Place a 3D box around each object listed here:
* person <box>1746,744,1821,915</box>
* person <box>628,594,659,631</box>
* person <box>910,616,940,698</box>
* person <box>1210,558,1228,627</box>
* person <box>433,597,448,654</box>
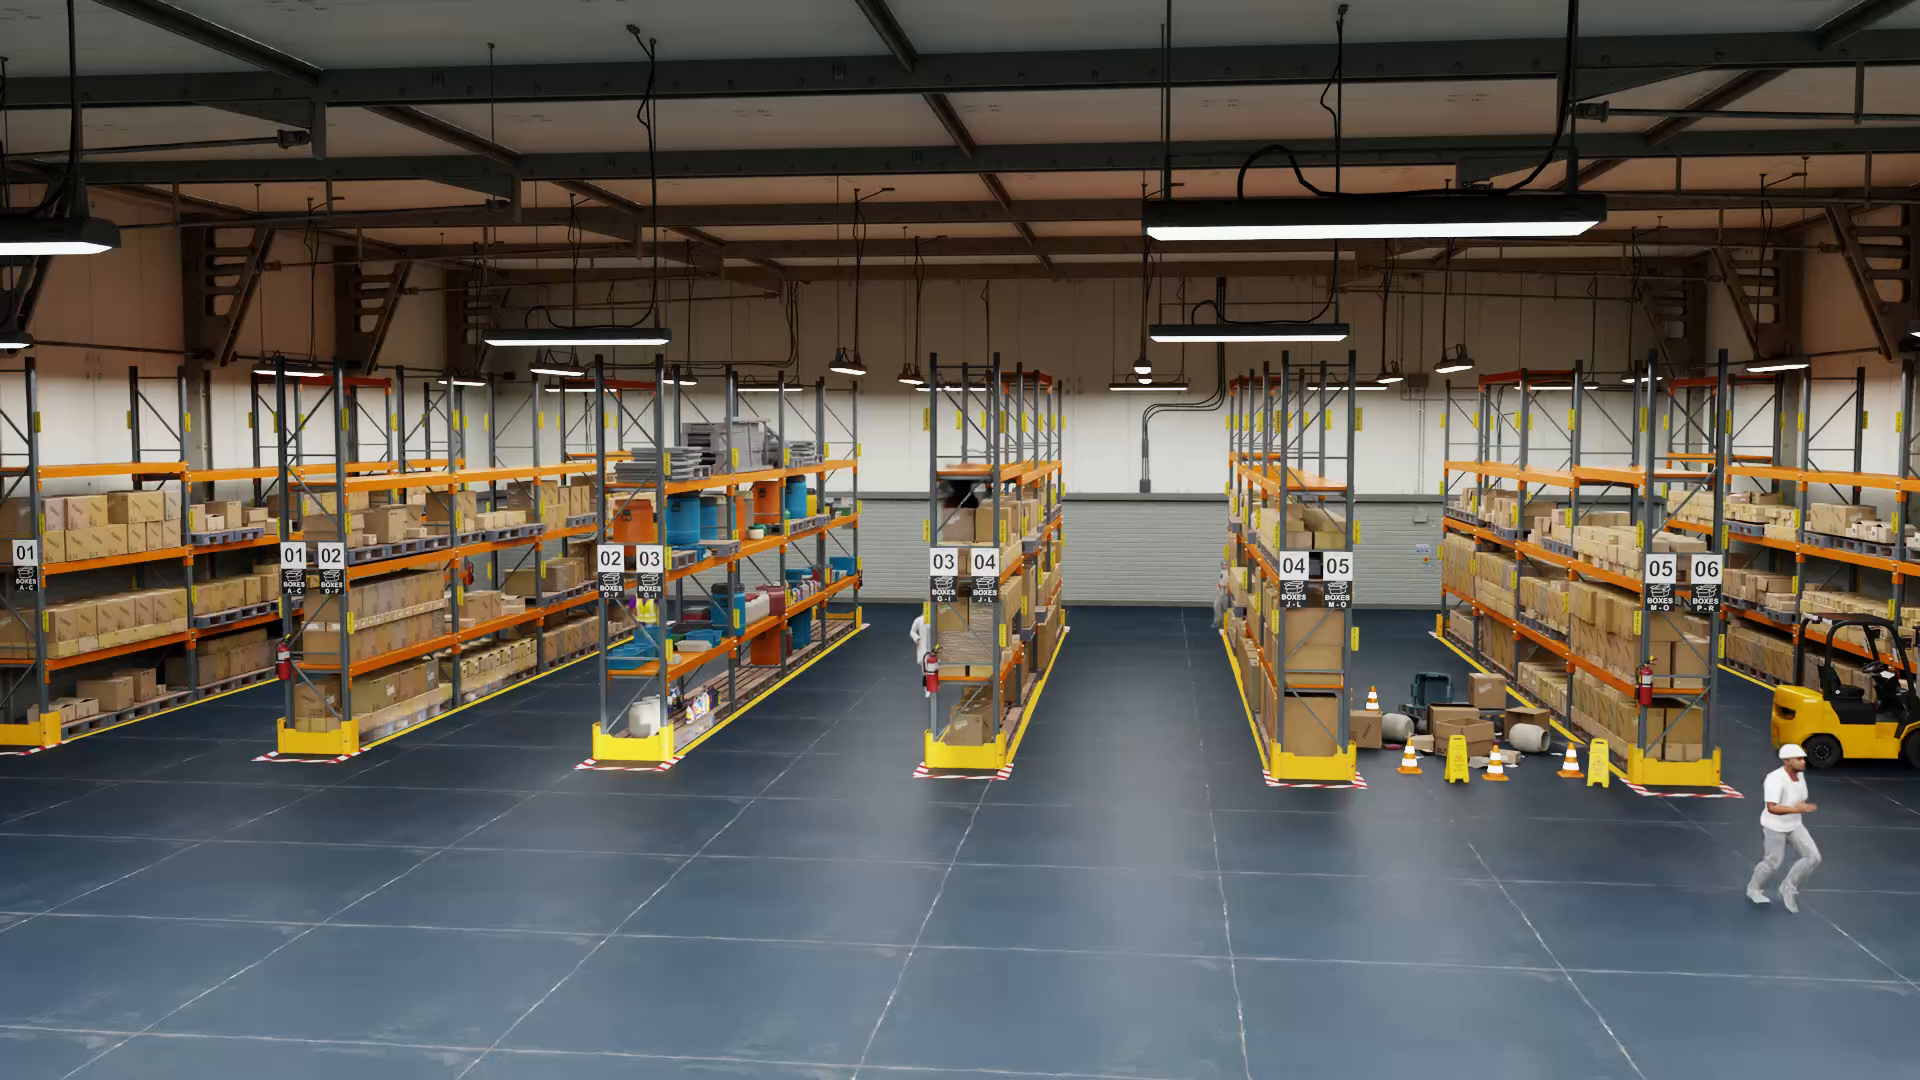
[{"bbox_3d":[8.397,2.925,16.928,0.733,1.749,0.804,-2,5,-30],"label":"person"},{"bbox_3d":[-6.438,1.708,34.036,0.723,1.795,0.864,0,4,-1],"label":"person"},{"bbox_3d":[-0.557,1.999,30.199,0.705,1.727,0.646,0,4,-1],"label":"person"},{"bbox_3d":[6.508,1.325,40.420,0.801,1.778,0.784,0,4,-3],"label":"person"},{"bbox_3d":[-10.987,1.717,34.830,0.591,1.666,0.500,0,4,2],"label":"person"}]
